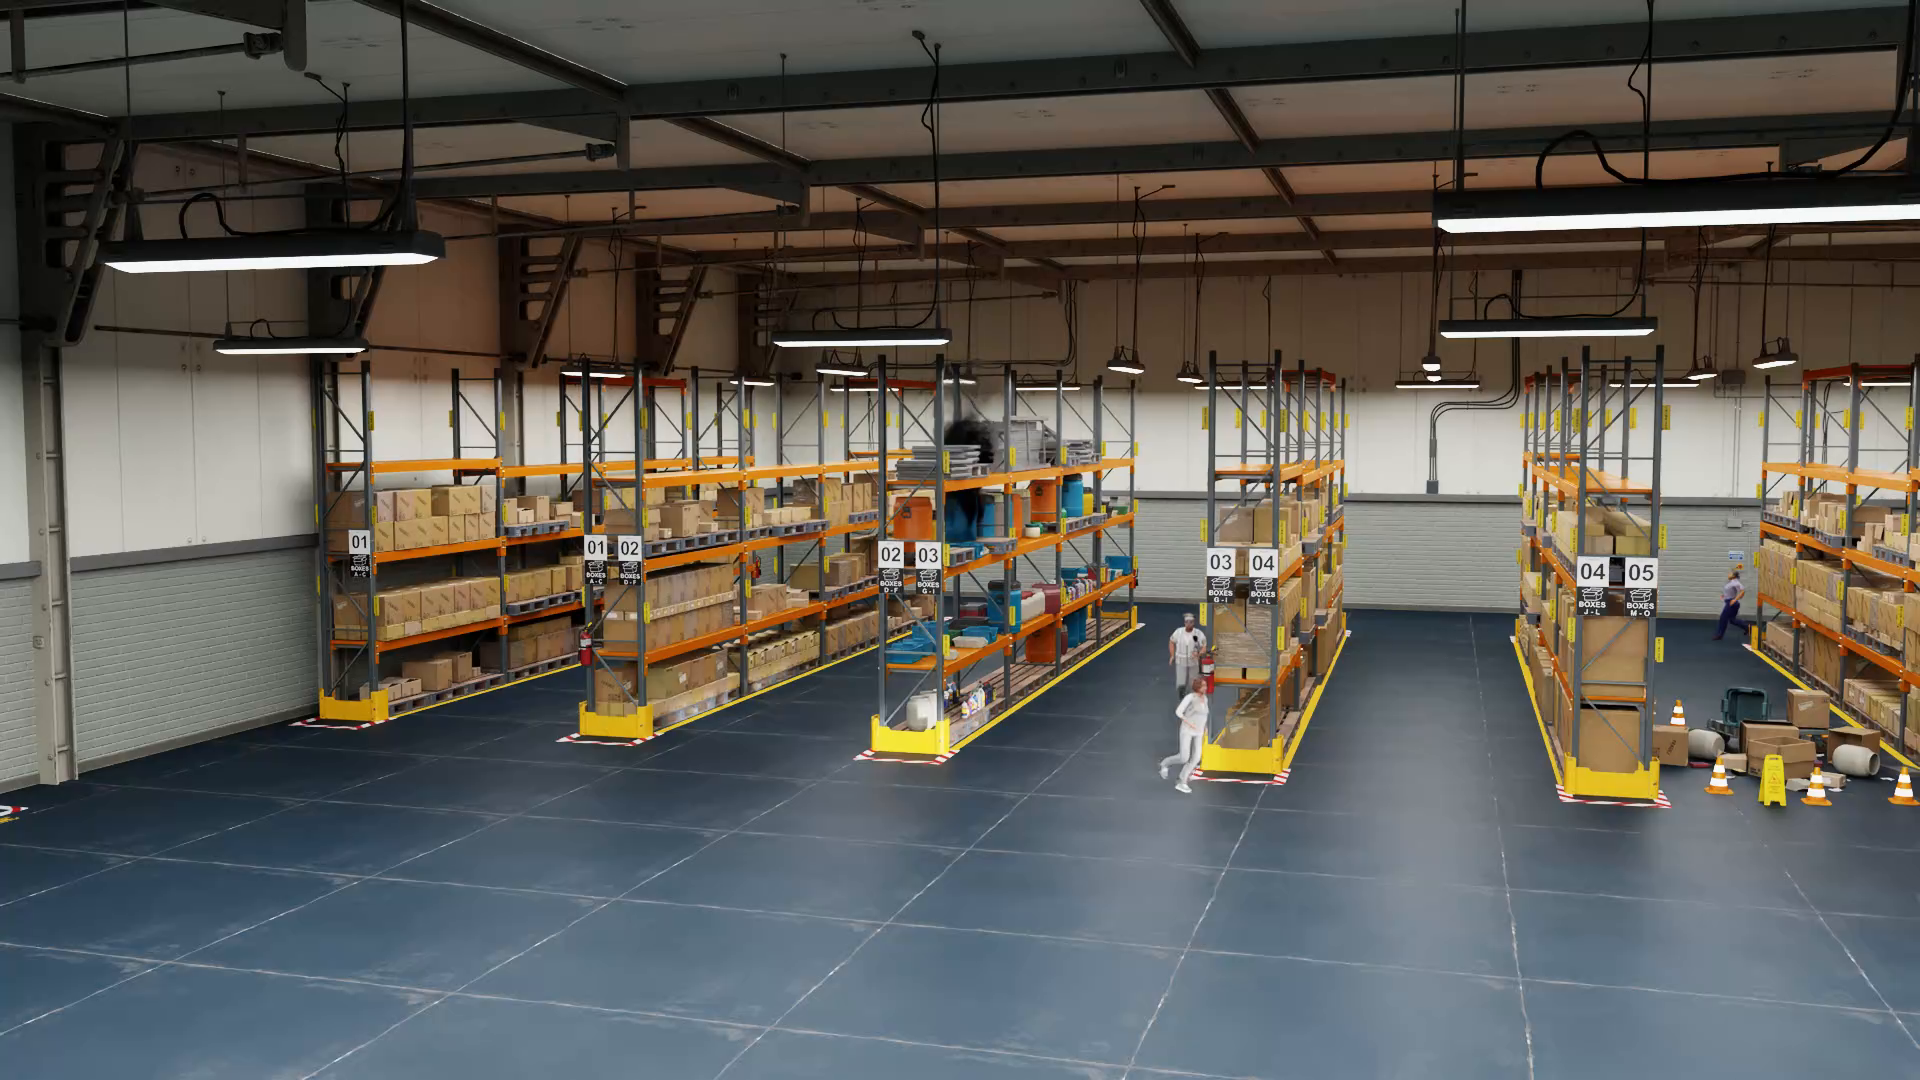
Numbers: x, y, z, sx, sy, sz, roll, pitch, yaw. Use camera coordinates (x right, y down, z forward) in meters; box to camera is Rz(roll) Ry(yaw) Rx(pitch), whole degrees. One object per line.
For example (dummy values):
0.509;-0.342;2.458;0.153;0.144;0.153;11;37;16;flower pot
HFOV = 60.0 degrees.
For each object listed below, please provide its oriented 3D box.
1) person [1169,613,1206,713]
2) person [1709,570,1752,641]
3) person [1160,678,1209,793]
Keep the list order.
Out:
3.876;2.100;28.322;0.636;1.738;0.741;1;4;9;person
17.580;1.491;37.829;0.937;1.640;0.640;1;4;19;person
3.130;2.638;22.720;0.594;1.503;0.659;-3;5;-32;person
